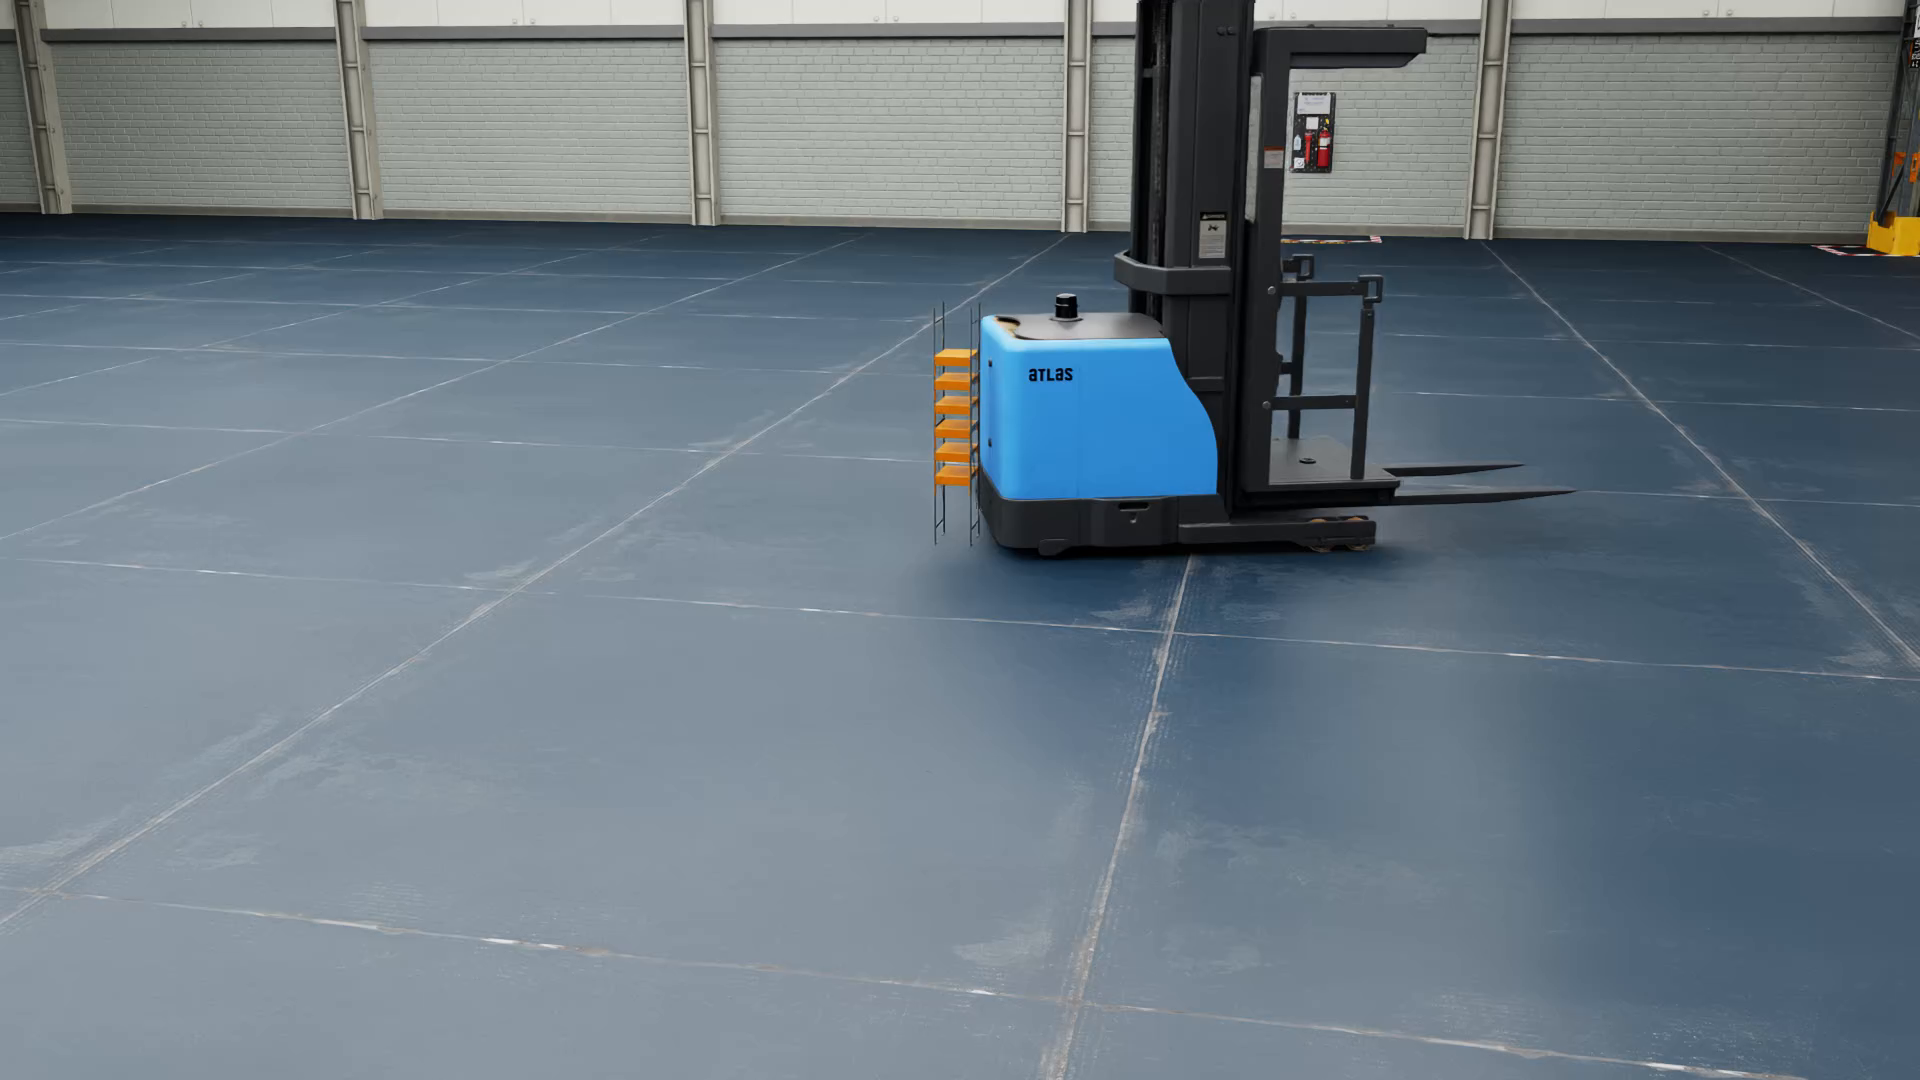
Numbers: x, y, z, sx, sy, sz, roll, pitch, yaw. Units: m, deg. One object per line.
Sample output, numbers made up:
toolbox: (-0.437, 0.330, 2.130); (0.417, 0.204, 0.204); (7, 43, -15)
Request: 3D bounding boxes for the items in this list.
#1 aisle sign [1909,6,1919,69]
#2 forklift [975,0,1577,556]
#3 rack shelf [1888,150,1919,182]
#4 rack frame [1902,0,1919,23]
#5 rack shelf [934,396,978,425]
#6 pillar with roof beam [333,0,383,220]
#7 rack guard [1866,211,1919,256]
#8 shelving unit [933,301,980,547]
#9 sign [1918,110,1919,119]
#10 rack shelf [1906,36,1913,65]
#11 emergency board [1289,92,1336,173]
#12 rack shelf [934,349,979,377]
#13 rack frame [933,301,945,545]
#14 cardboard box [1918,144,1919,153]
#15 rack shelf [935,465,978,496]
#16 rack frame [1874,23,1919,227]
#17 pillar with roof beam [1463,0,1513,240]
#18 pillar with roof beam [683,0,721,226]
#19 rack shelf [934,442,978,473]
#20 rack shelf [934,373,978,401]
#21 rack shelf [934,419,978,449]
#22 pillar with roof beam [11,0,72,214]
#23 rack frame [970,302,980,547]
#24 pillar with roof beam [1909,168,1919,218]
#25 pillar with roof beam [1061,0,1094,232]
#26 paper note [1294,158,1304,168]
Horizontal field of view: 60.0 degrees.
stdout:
aisle sign: (12.554, -6.581, 21.760); (0.004, 0.787, 0.394); (3, 16, 11)
forklift: (1.640, -1.489, 8.376); (3.031, 2.935, 1.130); (-2, 16, -7)
rack shelf: (14.644, -4.950, 22.089); (4.000, 0.370, 1.077); (3, 16, 11)
rack frame: (12.684, -8.294, 21.576); (0.127, 3.000, 1.000); (3, 16, 11)
rack shelf: (-0.014, -0.652, 8.314); (0.180, 0.103, 0.258); (3, 16, 11)
pillar with roof beam: (-10.834, -8.633, 22.802); (0.400, 9.000, 9.100); (3, 16, 11)
rack guard: (12.758, -4.194, 22.696); (0.348, 0.500, 1.175); (3, 16, 11)
shelving unit: (-0.014, -0.579, 8.335); (0.189, 1.200, 0.258); (3, 16, 11)
sign: (12.576, -5.678, 21.749); (0.005, 0.325, 0.100); (3, 16, 11)
rack shelf: (14.644, -6.395, 21.688); (4.000, 0.370, 1.077); (3, 16, 11)
emergency board: (5.248, -6.052, 24.722); (0.643, 1.169, 0.194); (3, 16, 11)
rack shelf: (-0.014, -0.883, 8.250); (0.180, 0.103, 0.258); (3, 16, 11)
rack frame: (-0.104, -0.584, 8.352); (0.006, 1.200, 0.240); (3, 16, 11)
cardboard box: (13.181, -5.366, 22.487); (0.500, 0.250, 0.500); (3, 16, 12)
rack shelf: (-0.014, -0.305, 8.411); (0.180, 0.103, 0.258); (3, 16, 11)
rack frame: (12.684, -5.403, 22.377); (0.127, 3.000, 1.000); (3, 16, 11)
pillar with roof beam: (6.805, -7.676, 19.345); (0.400, 9.000, 9.100); (3, 16, 11)
pillar with roof beam: (-4.955, -8.314, 21.650); (0.400, 9.000, 9.100); (3, 16, 11)
rack shelf: (-0.014, -0.421, 8.379); (0.180, 0.103, 0.258); (3, 16, 11)
rack shelf: (-0.014, -0.767, 8.282); (0.180, 0.103, 0.258); (3, 16, 11)
rack shelf: (-0.014, -0.536, 8.346); (0.180, 0.103, 0.258); (3, 16, 11)
pillar with roof beam: (-16.714, -8.953, 23.954); (0.400, 9.000, 9.100); (3, 16, 11)
rack frame: (0.075, -0.574, 8.317); (0.006, 1.200, 0.240); (3, 16, 11)
pillar with roof beam: (12.684, -7.357, 18.193); (0.400, 9.000, 9.100); (3, 16, 11)
pillar with roof beam: (0.925, -7.995, 20.497); (0.400, 9.000, 9.100); (3, 16, 11)
paper note: (5.089, -5.655, 24.939); (0.142, 0.148, 0.016); (3, 16, 11)
